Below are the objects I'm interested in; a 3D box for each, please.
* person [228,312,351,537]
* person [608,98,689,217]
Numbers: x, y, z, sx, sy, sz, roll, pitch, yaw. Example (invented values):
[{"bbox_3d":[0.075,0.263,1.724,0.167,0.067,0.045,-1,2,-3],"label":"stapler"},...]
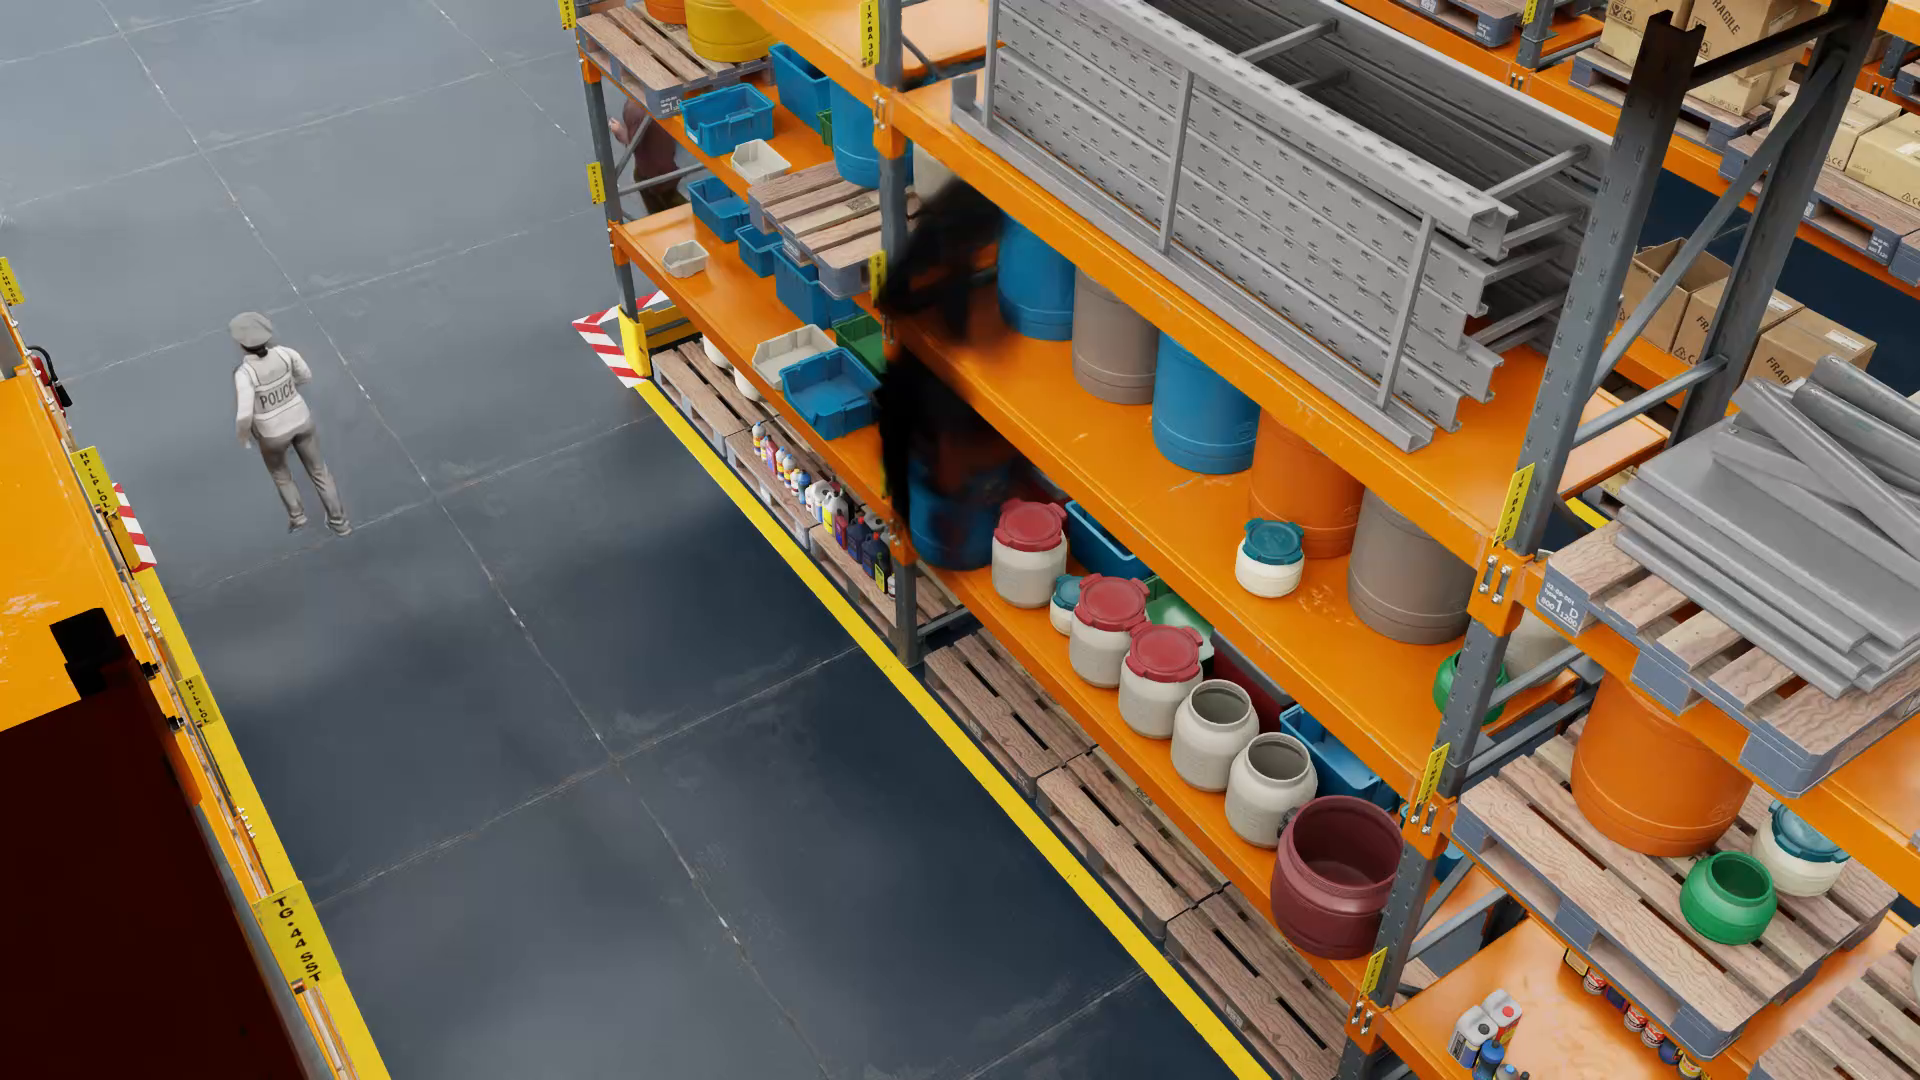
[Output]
[{"bbox_3d":[-4.435,-0.694,10.891,0.700,1.813,0.632,33,52,31],"label":"person"},{"bbox_3d":[-2.523,-3.167,13.939,0.808,1.828,0.698,10,44,11],"label":"person"}]
